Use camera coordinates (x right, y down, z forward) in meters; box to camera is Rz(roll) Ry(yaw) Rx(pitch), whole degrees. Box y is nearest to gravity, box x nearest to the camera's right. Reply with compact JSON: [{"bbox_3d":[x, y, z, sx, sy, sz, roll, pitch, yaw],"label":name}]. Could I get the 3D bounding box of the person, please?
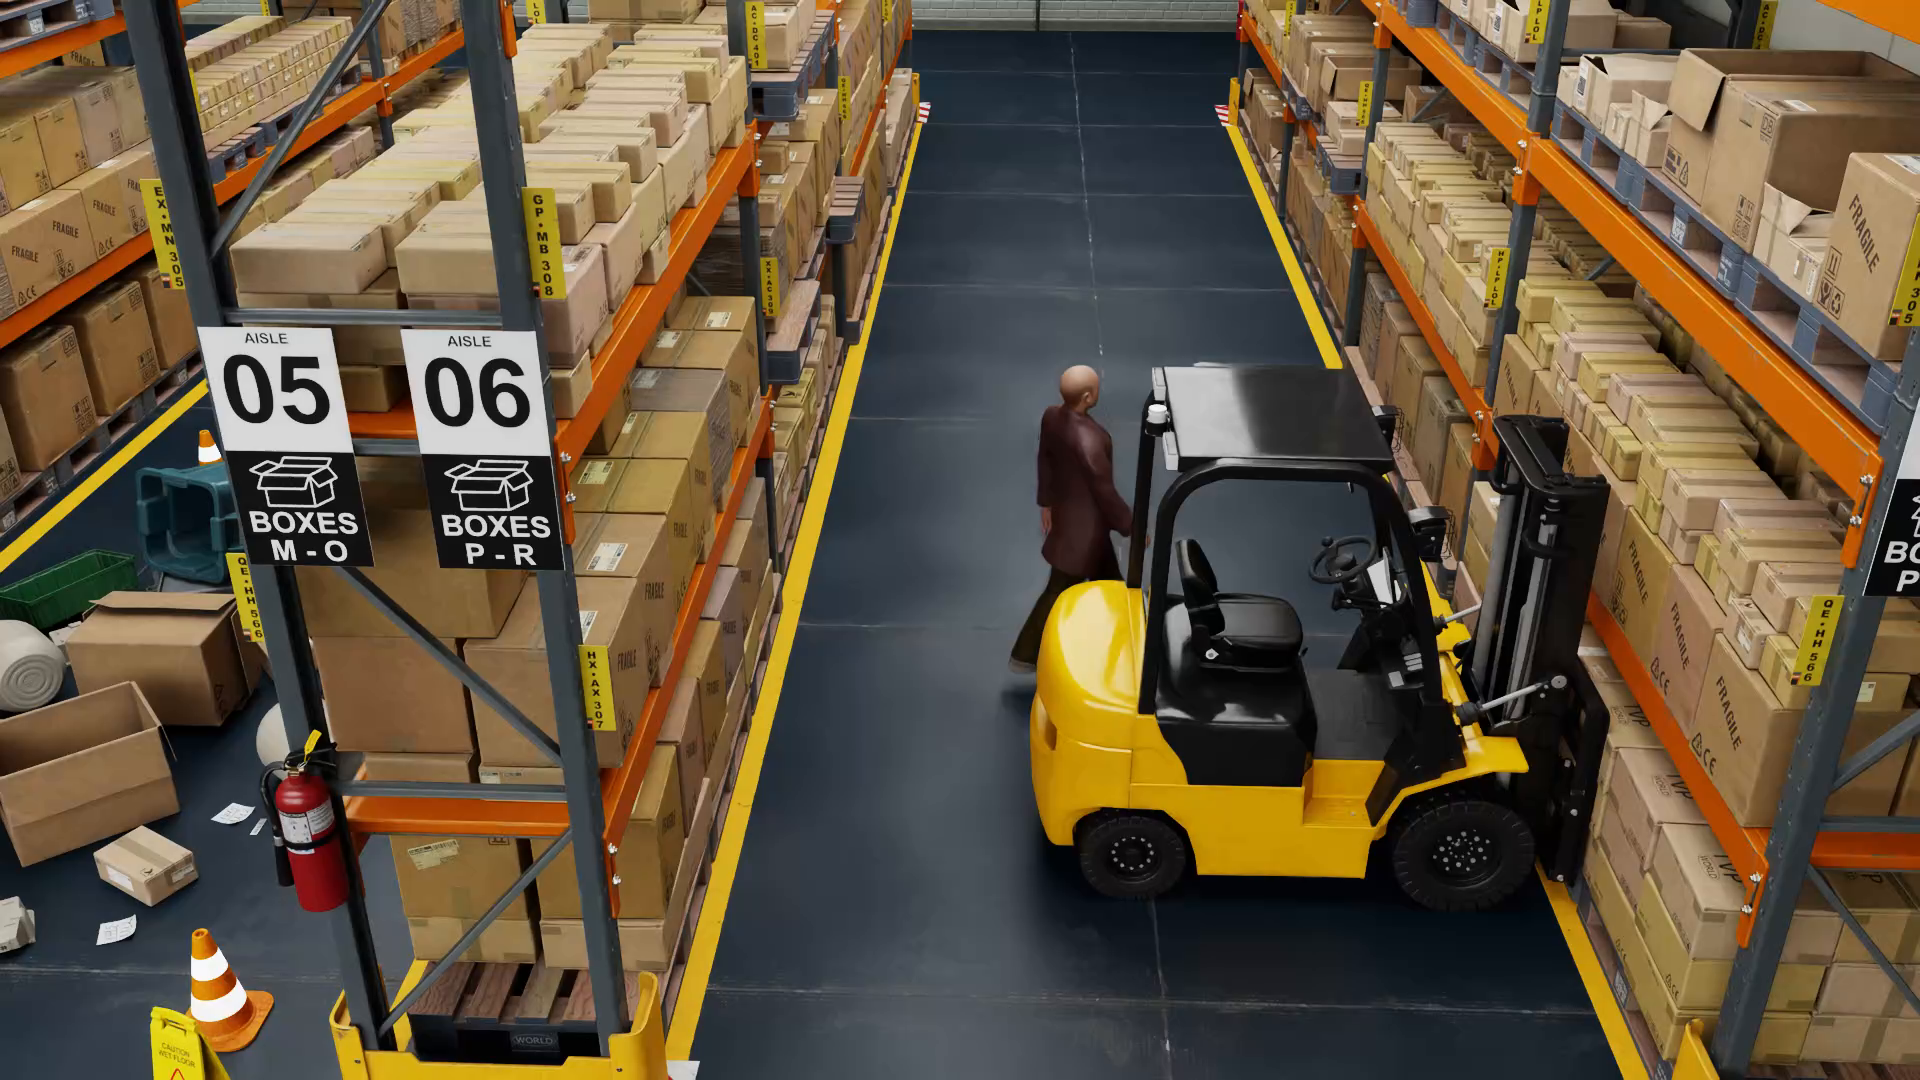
[{"bbox_3d":[0.738,-0.121,8.846,1.020,1.735,0.607,-6,28,-12],"label":"person"}]
